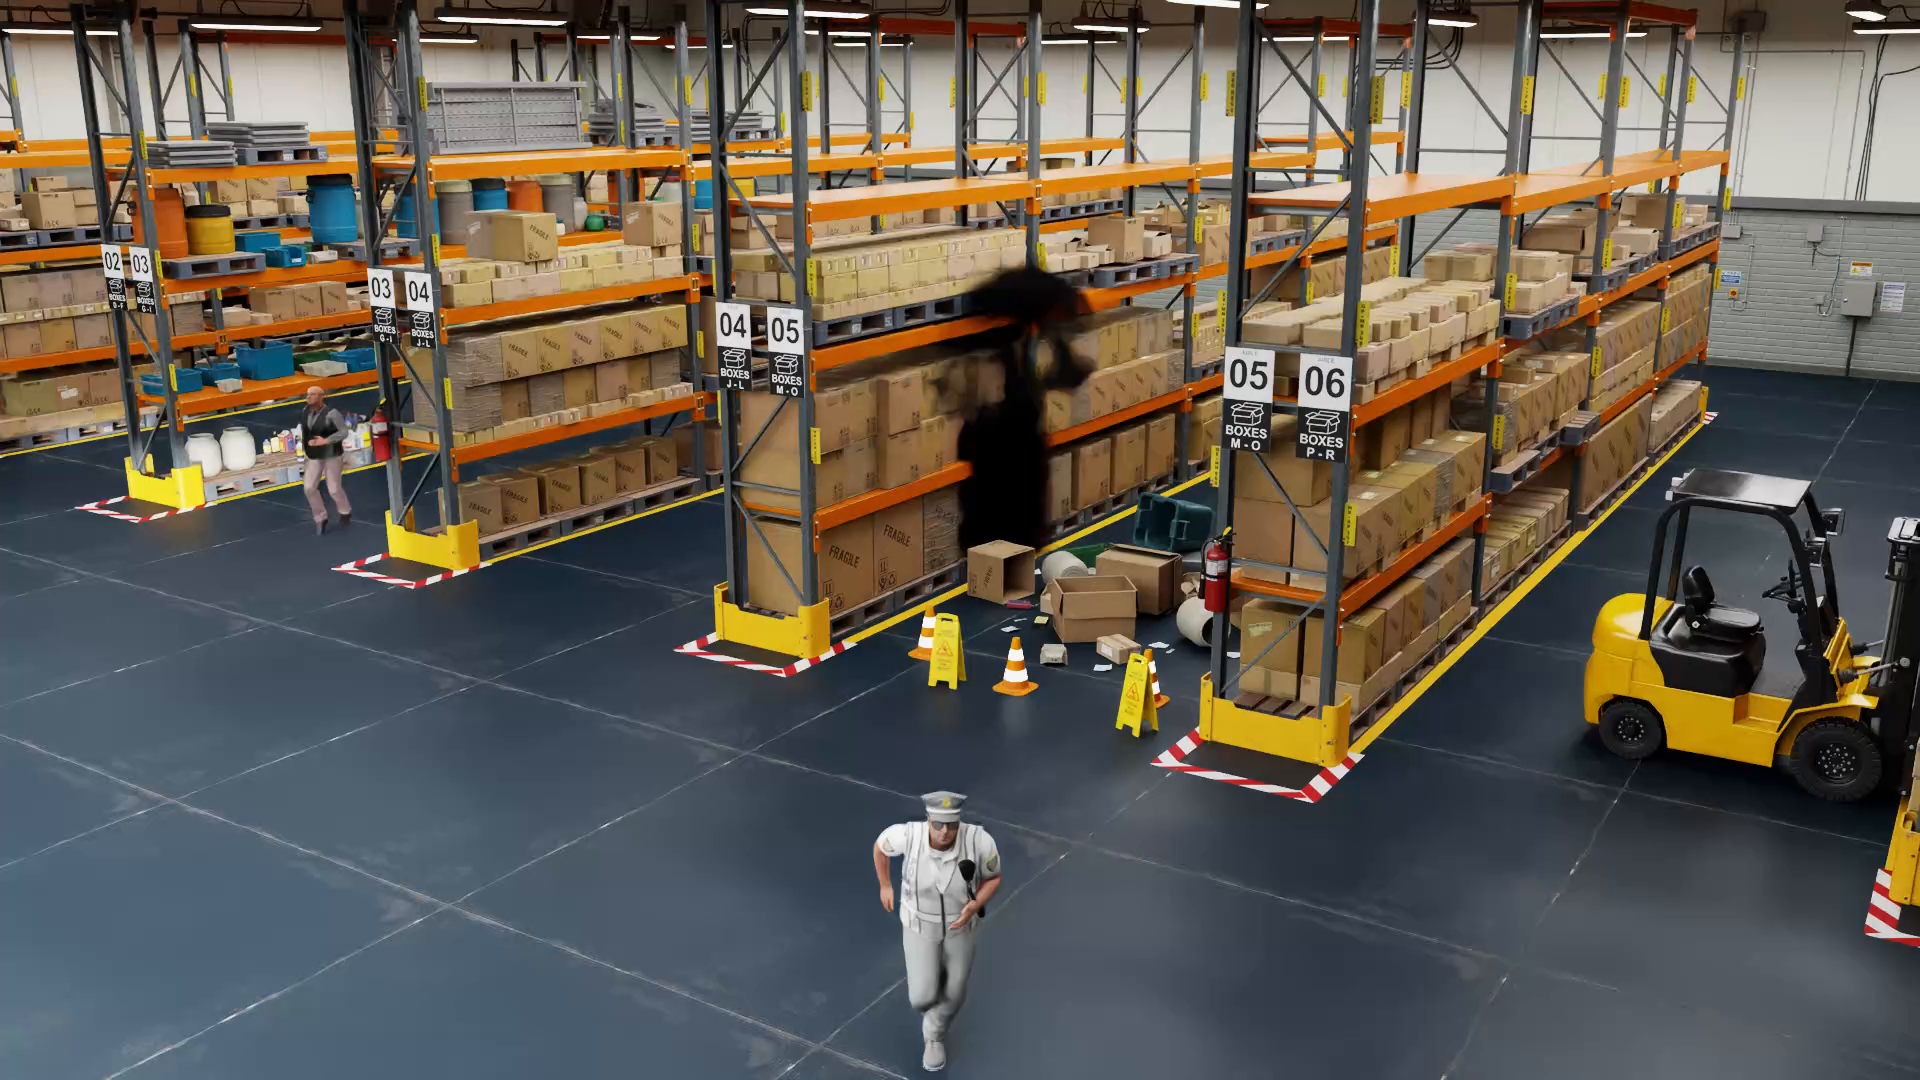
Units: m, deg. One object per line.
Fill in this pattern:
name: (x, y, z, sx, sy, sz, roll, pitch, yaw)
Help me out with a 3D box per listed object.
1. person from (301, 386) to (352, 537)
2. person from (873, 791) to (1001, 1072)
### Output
person: (-7.367, -0.918, 19.366, 0.689, 1.789, 0.701, 4, 16, 14)
person: (-0.109, 2.046, 8.766, 0.653, 1.698, 0.697, -2, 16, -8)
